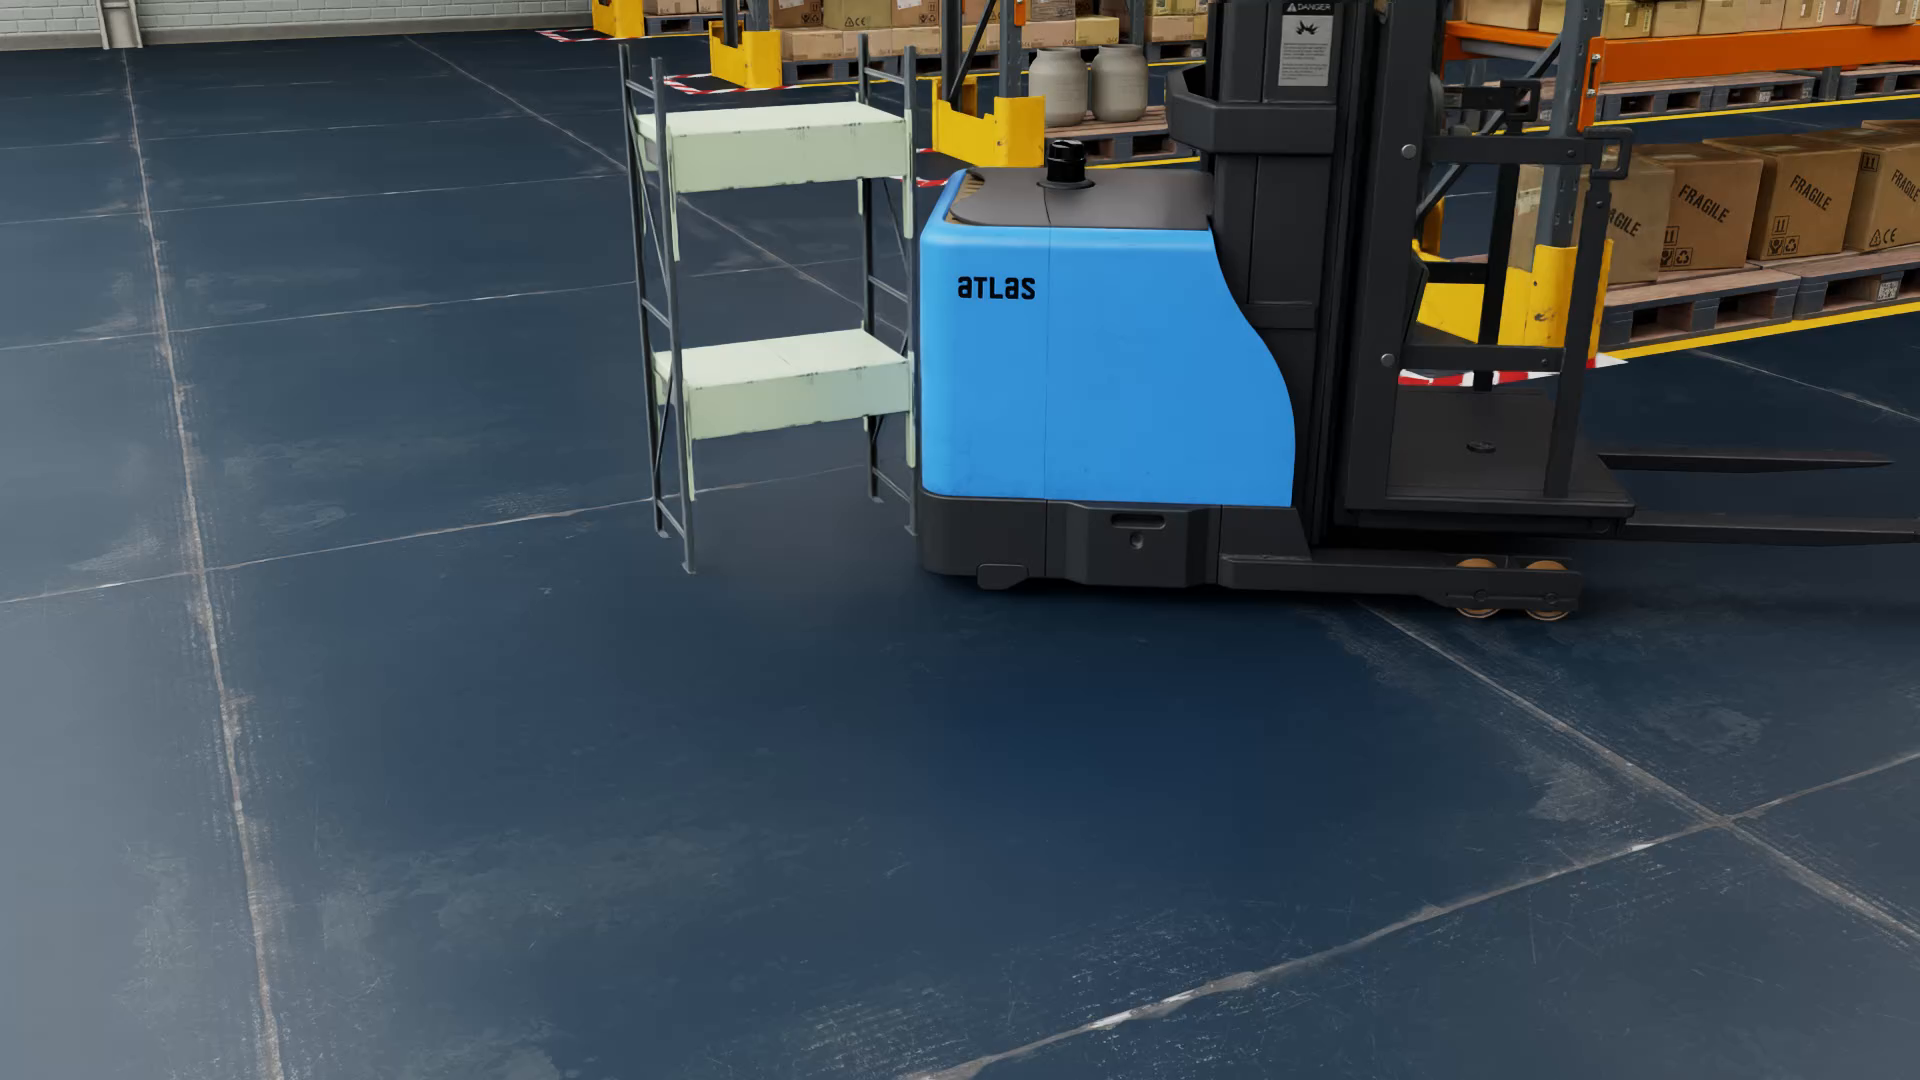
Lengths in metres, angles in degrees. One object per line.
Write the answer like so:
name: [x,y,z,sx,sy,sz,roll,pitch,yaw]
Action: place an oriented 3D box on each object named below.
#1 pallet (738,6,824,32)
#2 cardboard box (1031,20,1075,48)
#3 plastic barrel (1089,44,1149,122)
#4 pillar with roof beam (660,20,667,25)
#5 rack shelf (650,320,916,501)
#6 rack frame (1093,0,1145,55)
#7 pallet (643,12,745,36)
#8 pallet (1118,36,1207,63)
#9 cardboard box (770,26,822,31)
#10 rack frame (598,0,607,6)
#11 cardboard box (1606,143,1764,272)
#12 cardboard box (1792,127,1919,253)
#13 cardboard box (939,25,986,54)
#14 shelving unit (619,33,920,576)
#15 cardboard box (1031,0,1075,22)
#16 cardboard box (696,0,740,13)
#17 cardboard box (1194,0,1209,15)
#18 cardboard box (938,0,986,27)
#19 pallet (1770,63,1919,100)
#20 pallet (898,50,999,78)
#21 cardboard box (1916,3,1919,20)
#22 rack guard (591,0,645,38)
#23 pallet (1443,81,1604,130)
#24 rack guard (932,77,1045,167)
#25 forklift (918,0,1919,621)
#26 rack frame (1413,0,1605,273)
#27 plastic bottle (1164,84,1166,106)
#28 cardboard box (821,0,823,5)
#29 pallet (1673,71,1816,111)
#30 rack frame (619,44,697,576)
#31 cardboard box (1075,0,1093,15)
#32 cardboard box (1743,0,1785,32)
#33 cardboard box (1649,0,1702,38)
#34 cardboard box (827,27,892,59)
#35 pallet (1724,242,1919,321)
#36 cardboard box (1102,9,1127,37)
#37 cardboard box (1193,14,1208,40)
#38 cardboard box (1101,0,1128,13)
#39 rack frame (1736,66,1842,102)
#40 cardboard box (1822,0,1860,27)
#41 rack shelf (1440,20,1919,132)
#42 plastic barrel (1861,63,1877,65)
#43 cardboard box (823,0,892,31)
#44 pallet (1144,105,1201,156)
pallet: [-2.246,-6.500,20.677,1.213,0.211,1.003,-10,25,-24]
cardboard box: [0.819,-5.101,16.698,0.500,0.250,0.500,-10,25,-24]
plastic barrel: [1.149,-3.302,12.008,0.421,0.512,0.421,0,22,0]
pillar with roof beam: [-2.037,-9.155,15.601,0.400,9.000,9.100,-10,25,-24]
rack shelf: [-0.550,-0.413,5.139,0.720,0.370,0.431,-10,24,-22]
rack frame: [1.597,-6.410,16.813,0.127,3.000,1.000,-10,25,-24]
pallet: [-3.343,-6.299,20.192,1.213,0.211,1.003,-10,25,-24]
pallet: [2.244,-5.257,17.674,1.213,0.211,1.003,-10,25,-24]
cardboard box: [-1.652,-4.860,16.116,0.500,0.250,0.500,-10,25,-24]
rack frame: [-4.159,-7.453,19.332,0.127,3.000,1.000,-10,25,-24]
cardboard box: [3.379,-1.579,7.863,0.500,0.500,0.500,-4,23,-10]
cardboard box: [4.474,-1.754,8.284,0.500,0.500,0.500,-13,26,-28]
cardboard box: [-0.075,-4.930,16.285,0.500,0.250,0.500,-10,25,-24]
shelving unit: [-0.550,-0.714,5.014,0.755,1.500,0.431,-10,24,-22]
cardboard box: [0.818,-5.449,16.556,0.500,0.500,0.500,-10,25,-24]
cardboard box: [-2.983,-6.592,20.193,0.500,0.311,0.500,-8,24,-19]
cardboard box: [2.531,-5.656,17.305,0.500,0.311,0.500,-11,25,-24]
cardboard box: [-0.075,-5.276,16.140,0.500,0.500,0.500,-10,25,-24]
pallet: [8.038,-4.222,15.174,1.213,0.211,1.003,-10,25,-24]
pallet: [-0.239,-4.800,16.569,1.213,0.211,1.003,-10,25,-24]
cardboard box: [4.207,-2.483,7.655,0.250,0.149,0.380,-10,25,-24]
rack guard: [-4.091,-6.310,19.841,0.348,0.500,1.175,-10,25,-24]
pallet: [4.432,-3.557,13.567,1.213,0.211,1.003,-10,25,-24]
rack guard: [0.186,-2.912,11.632,0.348,0.500,1.175,-10,25,-24]
forklift: [1.423,-1.339,4.652,3.031,2.935,1.130,2,23,5]
rack frame: [2.286,-2.332,6.961,0.127,3.000,1.000,-10,25,-24]
plastic bottle: [1.602,-3.404,12.636,0.097,0.201,0.097,0,22,0]
cardboard box: [-1.473,-6.979,20.880,0.500,0.500,0.500,-12,26,-28]
pallet: [6.631,-3.962,14.545,1.213,0.211,1.003,-10,25,-24]
rack frame: [-0.884,-0.656,4.875,0.023,1.500,0.400,-10,24,-22]
cardboard box: [1.043,-5.711,17.190,0.500,0.500,0.500,-10,25,-24]
cardboard box: [3.327,-2.300,7.214,0.250,0.149,0.380,-10,25,-24]
cardboard box: [2.879,-2.215,7.009,0.250,0.149,0.380,-10,25,-24]
cardboard box: [-0.979,-4.766,15.888,0.500,0.250,0.500,-10,25,-24]
pallet: [4.199,-1.379,8.306,1.213,0.211,1.003,-10,25,-24]
cardboard box: [1.845,-5.502,17.666,0.500,0.250,0.500,-11,25,-24]
cardboard box: [2.529,-5.399,17.417,0.500,0.250,0.500,-10,24,-22]
cardboard box: [1.837,-5.758,17.552,0.500,0.311,0.500,-10,25,-24]
rack frame: [7.346,-5.365,14.290,0.127,3.000,1.000,-10,25,-24]
cardboard box: [3.769,-2.390,7.431,0.250,0.149,0.380,-10,25,-24]
rack shelf: [4.088,-2.331,7.900,4.000,0.370,1.077,-10,25,-24]
plastic barrel: [8.249,-4.621,15.196,0.421,0.512,0.421,0,22,0]
cardboard box: [-0.978,-5.112,15.743,0.500,0.500,0.500,-10,25,-24]
pallet: [2.018,-3.113,12.494,1.213,0.211,1.003,-10,25,-24]
